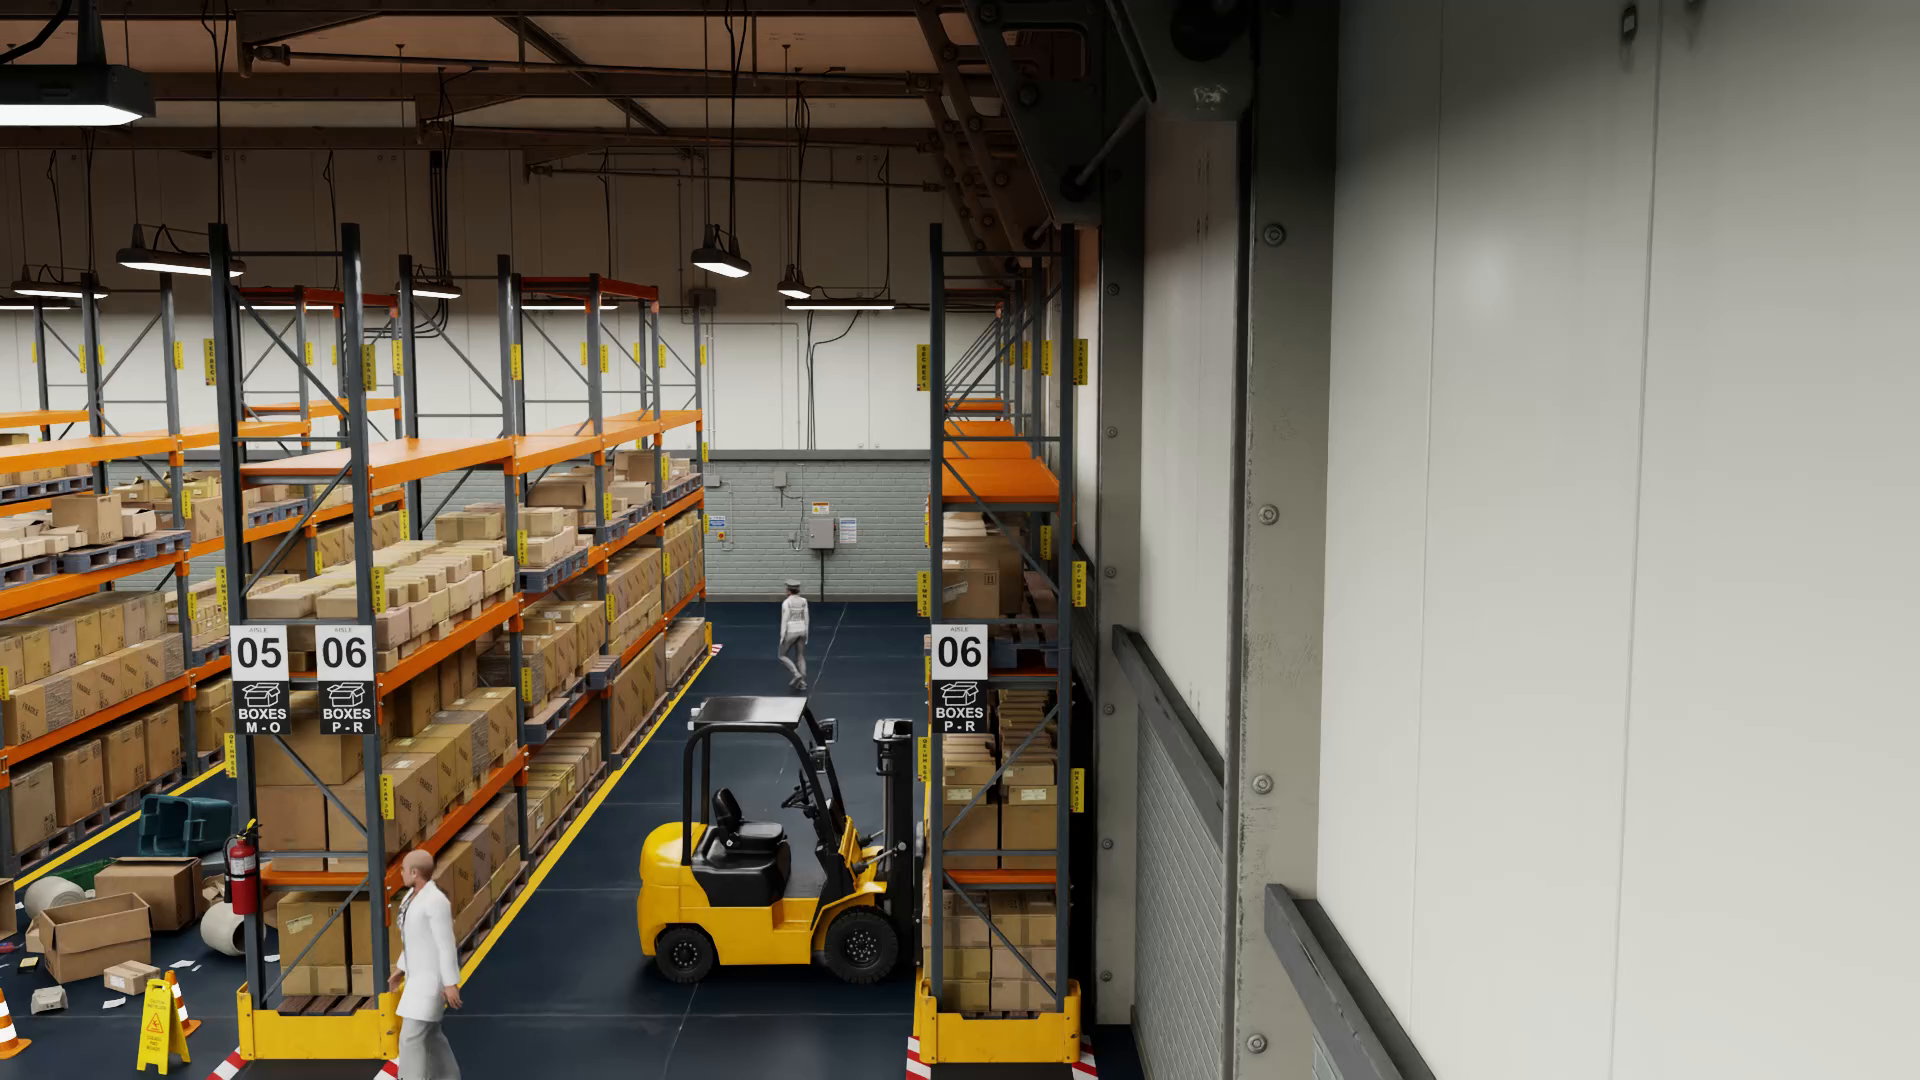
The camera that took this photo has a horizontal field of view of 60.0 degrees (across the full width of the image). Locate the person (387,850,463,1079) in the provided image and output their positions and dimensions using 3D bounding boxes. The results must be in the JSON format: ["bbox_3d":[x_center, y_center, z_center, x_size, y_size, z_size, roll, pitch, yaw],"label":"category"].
[{"bbox_3d":[-3.656,2.999,11.176,0.621,1.826,0.678,-4,8,-30],"label":"person"}]

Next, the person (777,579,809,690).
[{"bbox_3d":[-2.457,1.432,24.883,0.532,1.668,0.458,-6,9,-42],"label":"person"}]
